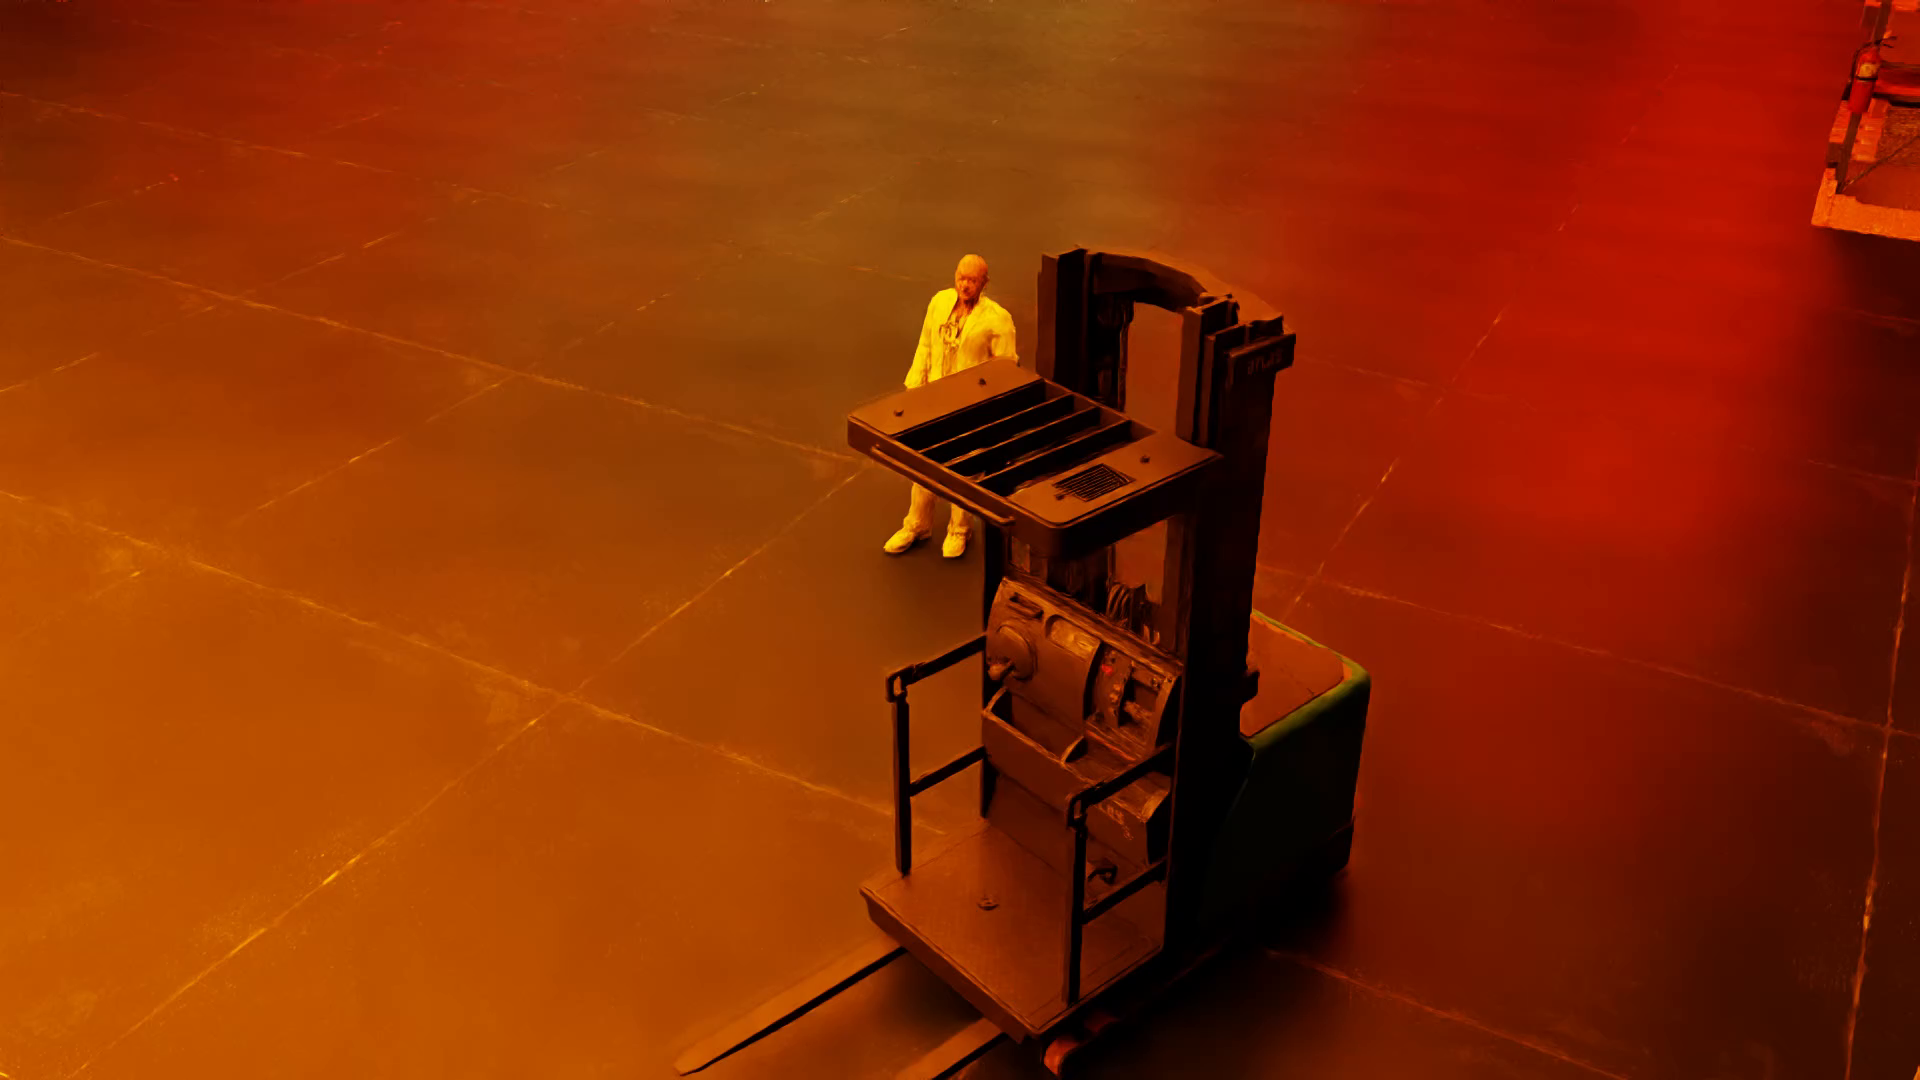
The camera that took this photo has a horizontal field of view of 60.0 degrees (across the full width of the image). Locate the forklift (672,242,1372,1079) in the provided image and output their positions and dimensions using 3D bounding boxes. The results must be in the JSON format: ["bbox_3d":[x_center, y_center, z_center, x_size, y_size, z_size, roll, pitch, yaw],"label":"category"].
[{"bbox_3d":[0.290,0.505,6.196,3.031,2.935,1.130,-24,37,-35],"label":"forklift"}]

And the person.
[{"bbox_3d":[-0.048,-0.737,9.488,0.694,1.776,0.579,15,33,25],"label":"person"}]
